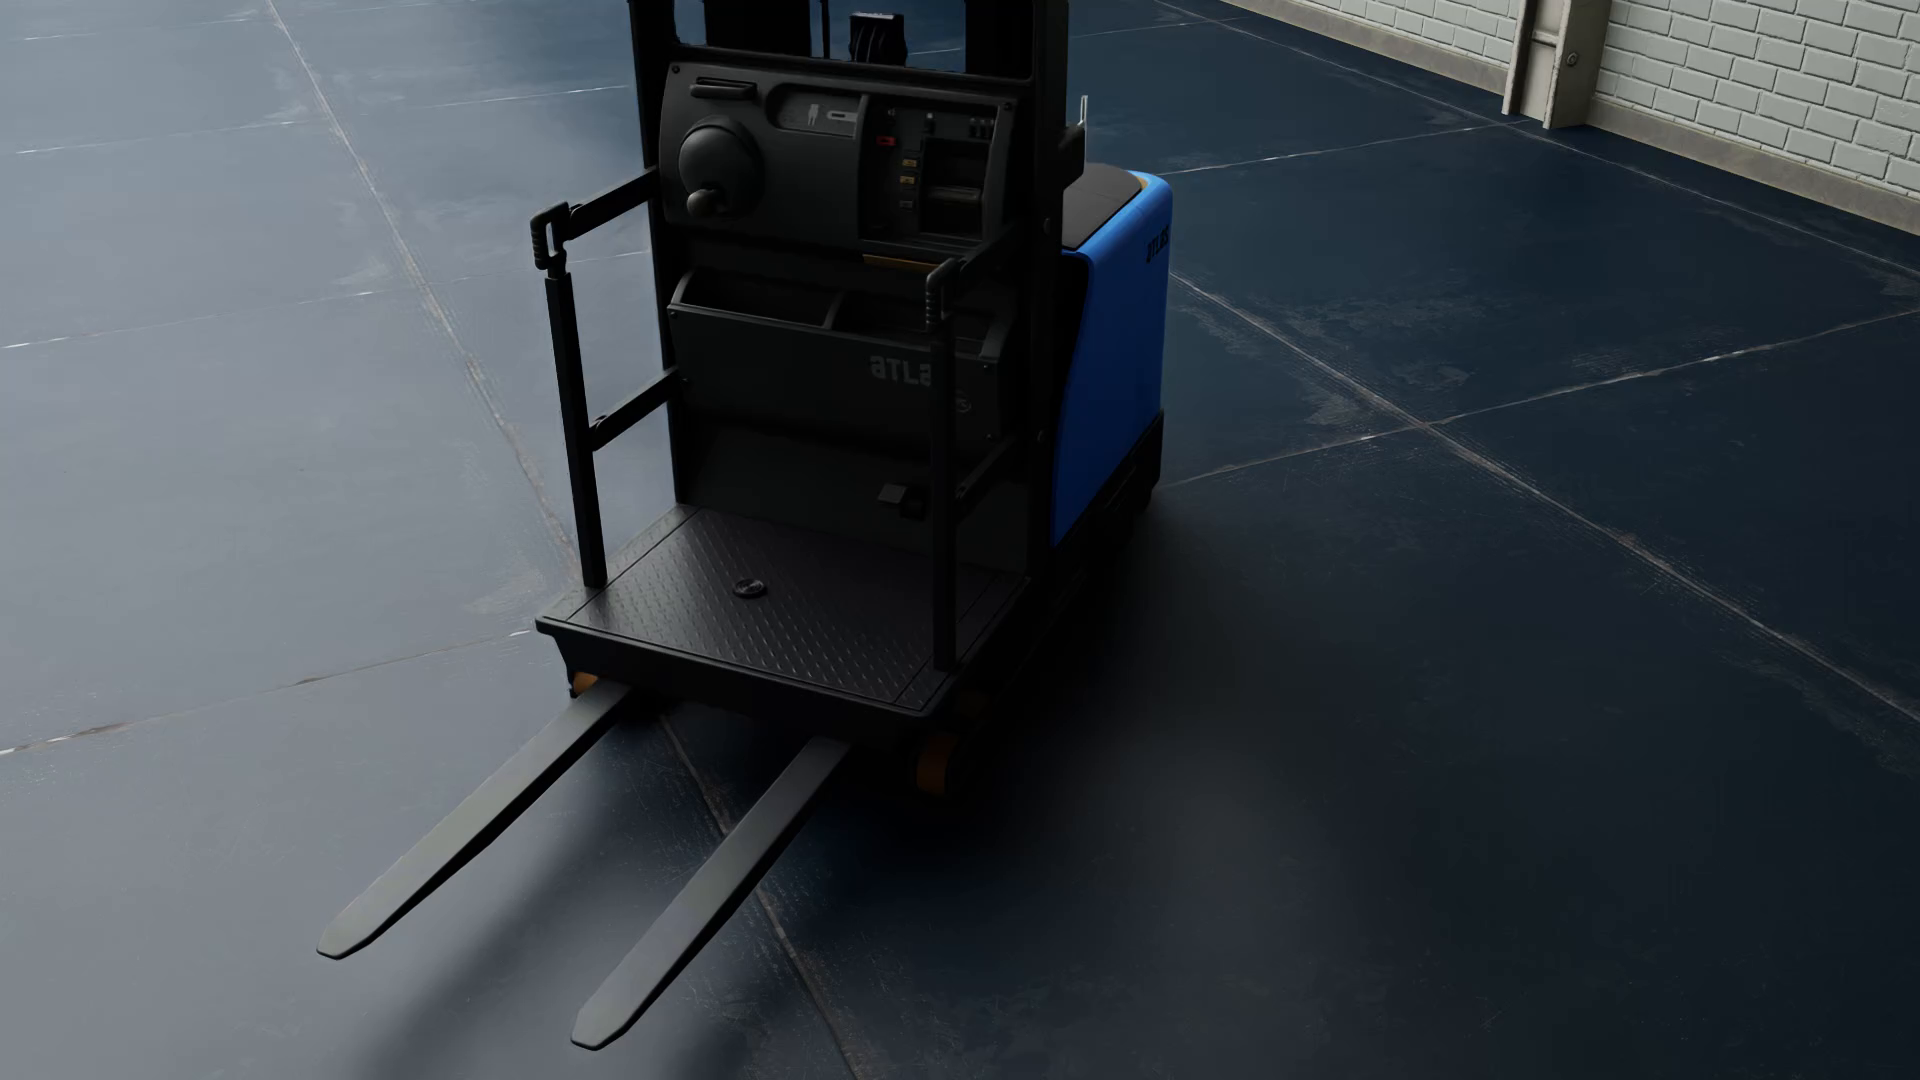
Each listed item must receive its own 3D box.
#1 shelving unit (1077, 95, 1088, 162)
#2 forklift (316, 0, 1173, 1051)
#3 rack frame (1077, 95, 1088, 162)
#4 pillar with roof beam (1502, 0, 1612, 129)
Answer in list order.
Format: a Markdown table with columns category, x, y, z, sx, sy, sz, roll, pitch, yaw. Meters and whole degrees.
| category | x | y | z | sx | sy | sz | roll | pitch | yaw |
| --- | --- | --- | --- | --- | --- | --- | --- | --- | --- |
| shelving unit | 0.133 | -0.896 | 5.622 | 0.503 | 1.200 | 0.258 | 12 | 31 | 20 |
| forklift | -0.388 | -0.878 | 3.819 | 1.130 | 2.935 | 3.031 | 12 | 31 | 20 |
| rack frame | 0.358 | -0.850 | 5.540 | 0.015 | 1.200 | 0.240 | 12 | 31 | 20 |
| pillar with roof beam | -0.511 | -5.458 | 5.784 | 9.100 | 9.000 | 0.400 | -13 | 32 | -22 |
